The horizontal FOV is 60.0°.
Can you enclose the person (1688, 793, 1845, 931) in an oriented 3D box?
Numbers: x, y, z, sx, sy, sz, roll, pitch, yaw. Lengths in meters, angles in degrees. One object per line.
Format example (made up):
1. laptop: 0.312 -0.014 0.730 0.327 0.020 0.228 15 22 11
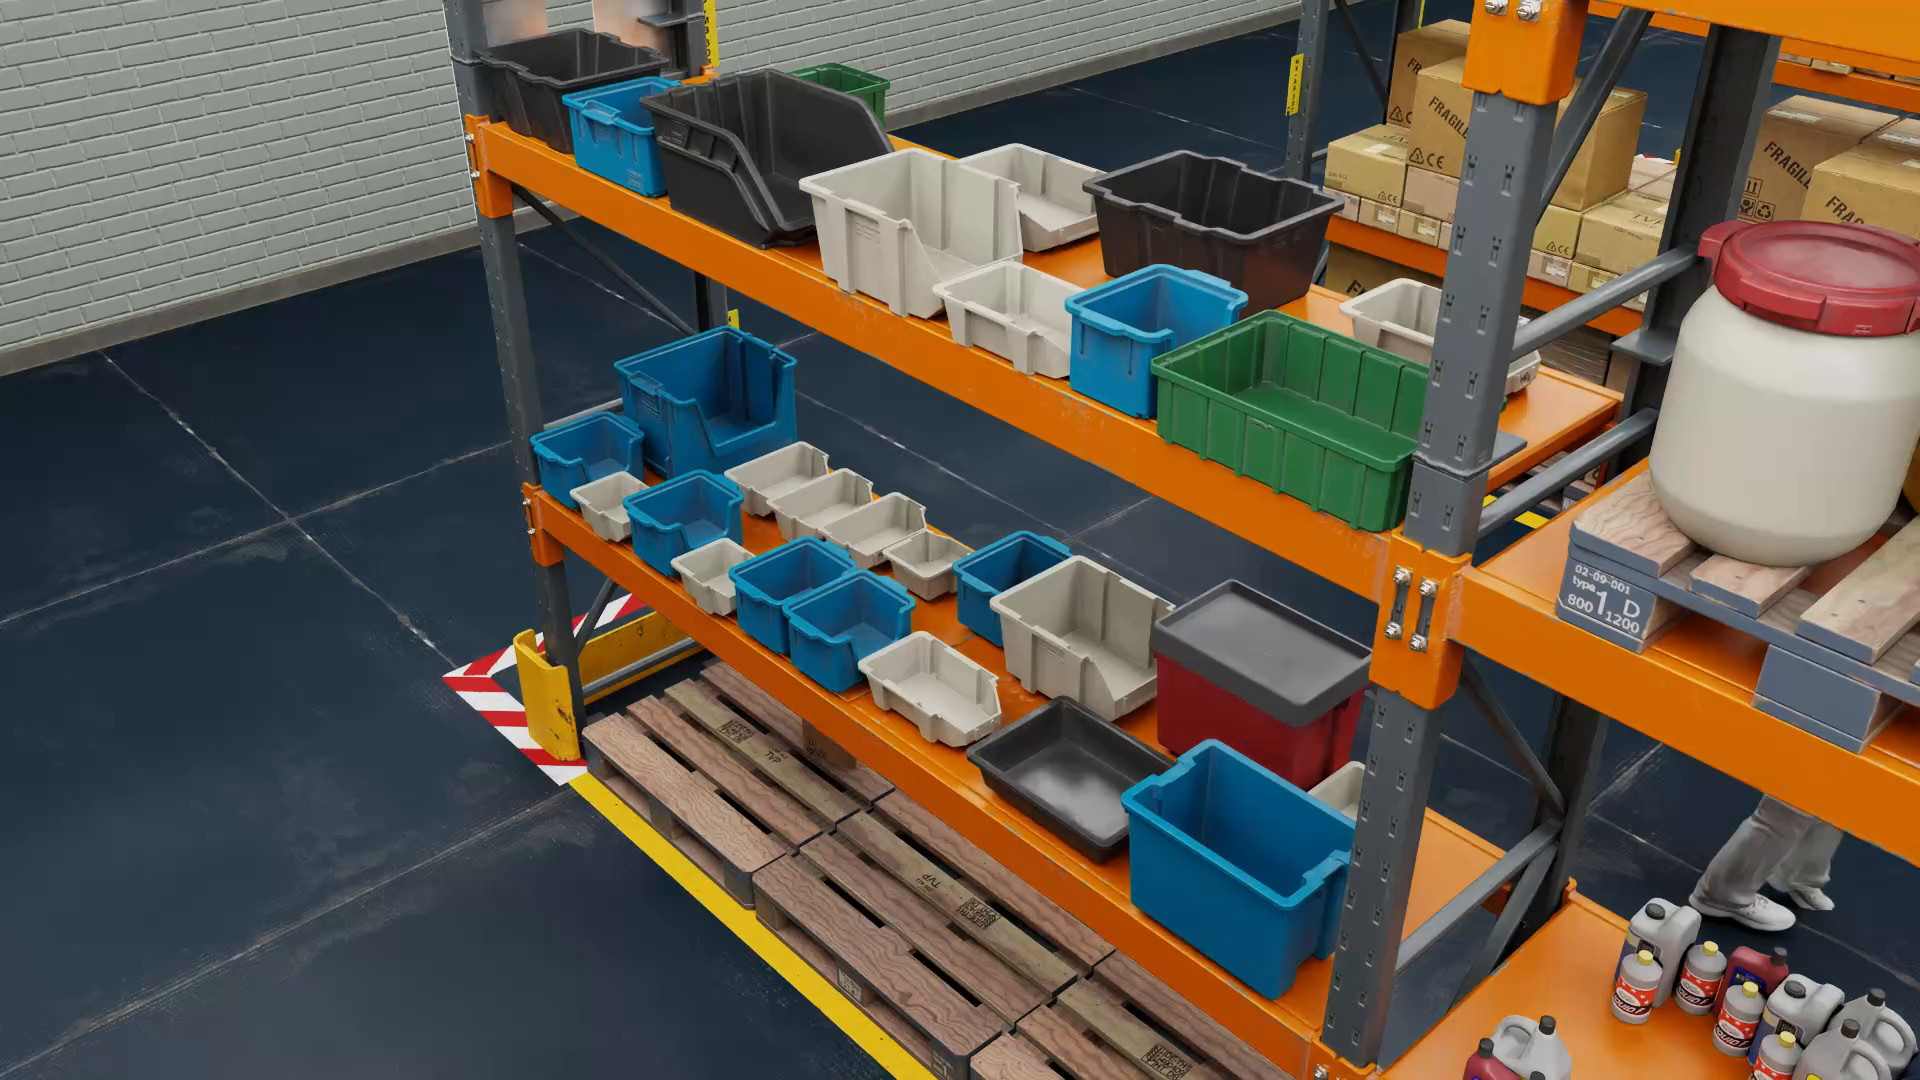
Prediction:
1. person: 3.110 0.729 5.978 0.576 1.848 0.572 8 32 13
